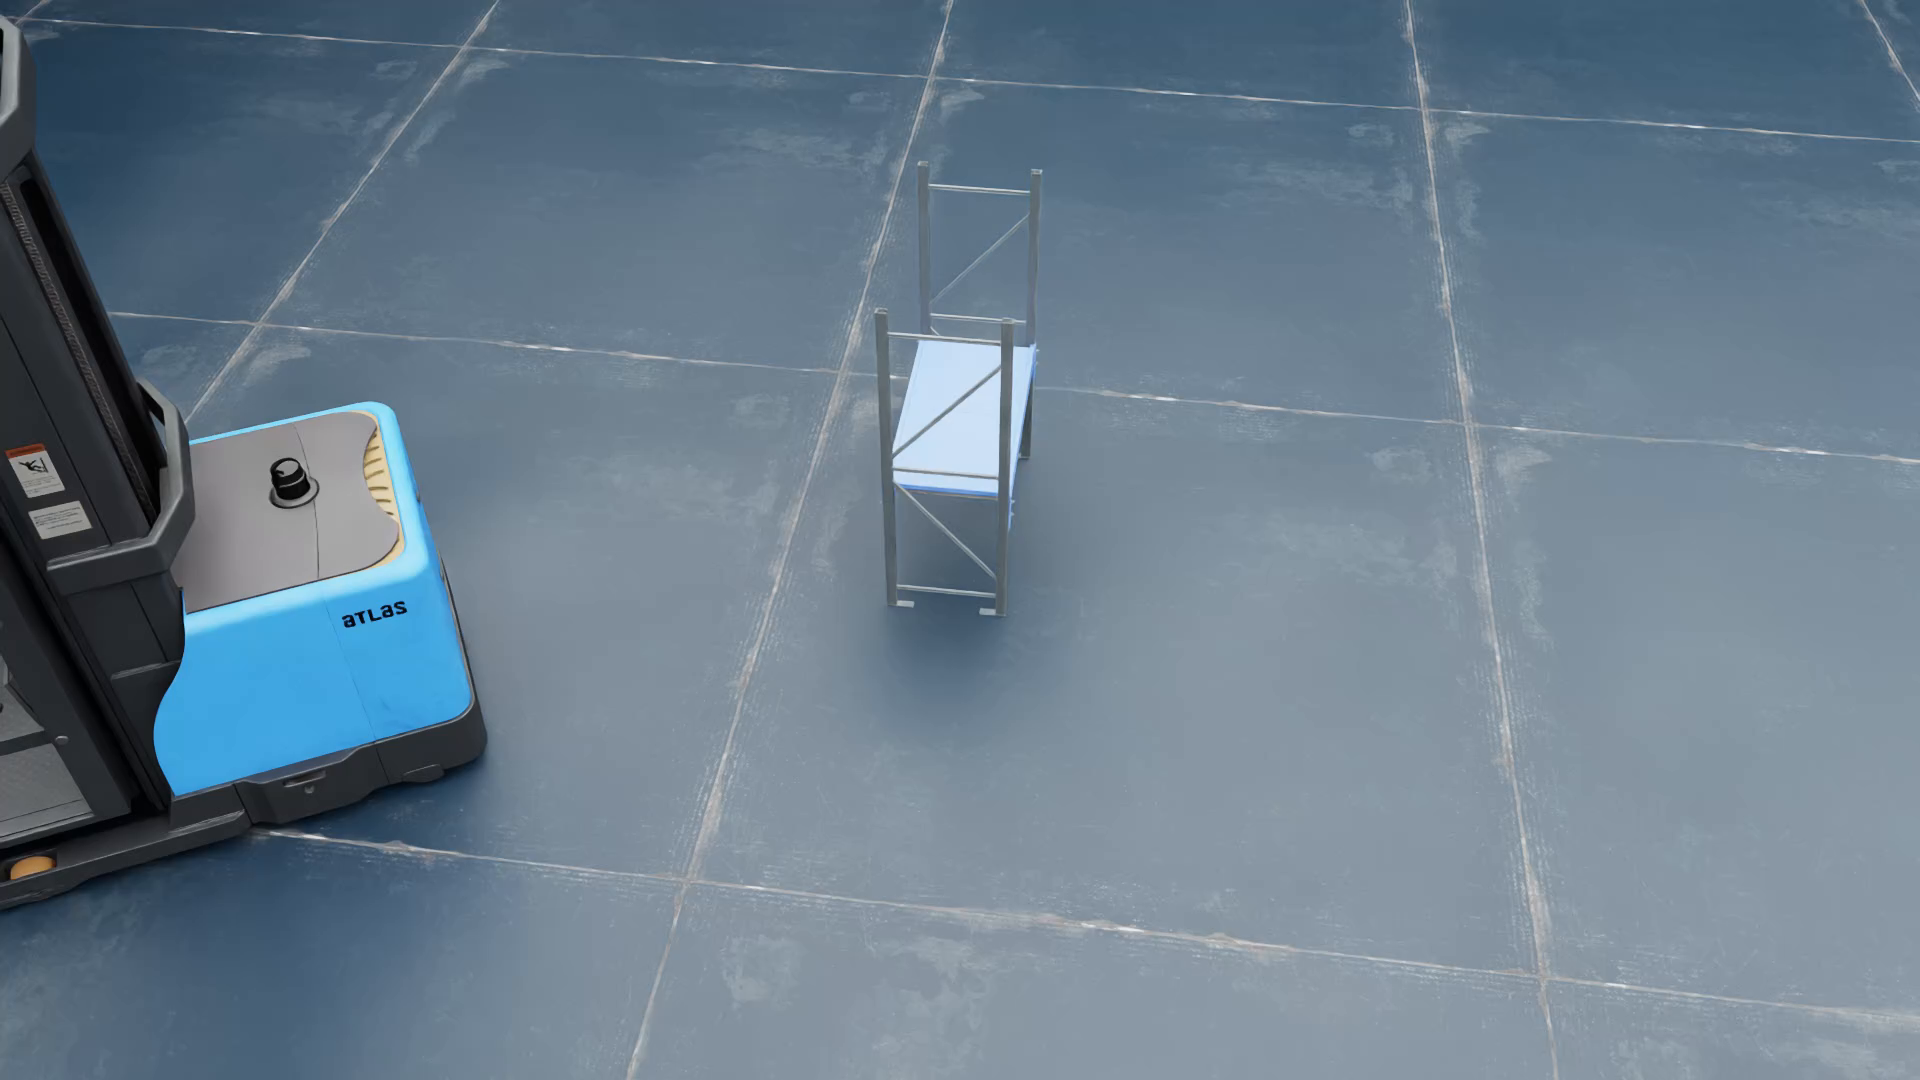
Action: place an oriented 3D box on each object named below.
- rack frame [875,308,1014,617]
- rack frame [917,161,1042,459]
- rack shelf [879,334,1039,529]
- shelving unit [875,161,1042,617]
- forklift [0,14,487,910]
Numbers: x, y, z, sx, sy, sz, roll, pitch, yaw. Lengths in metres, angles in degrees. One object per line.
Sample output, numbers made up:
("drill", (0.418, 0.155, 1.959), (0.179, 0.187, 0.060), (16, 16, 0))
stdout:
("rack frame", (-0.056, -0.256, 6.452), (0.500, 1.500, 0.032), (5, 44, 6))
("rack frame", (0.078, -0.949, 7.184), (0.500, 1.500, 0.032), (5, 44, 6))
("rack shelf", (0.011, -0.472, 6.942), (0.538, 0.185, 1.000), (5, 44, 6))
("shelving unit", (0.011, -0.603, 6.818), (0.538, 1.500, 1.048), (5, 44, 6))
("forklift", (-3.376, -0.146, 5.295), (3.031, 2.935, 1.130), (-15, 46, -15))
